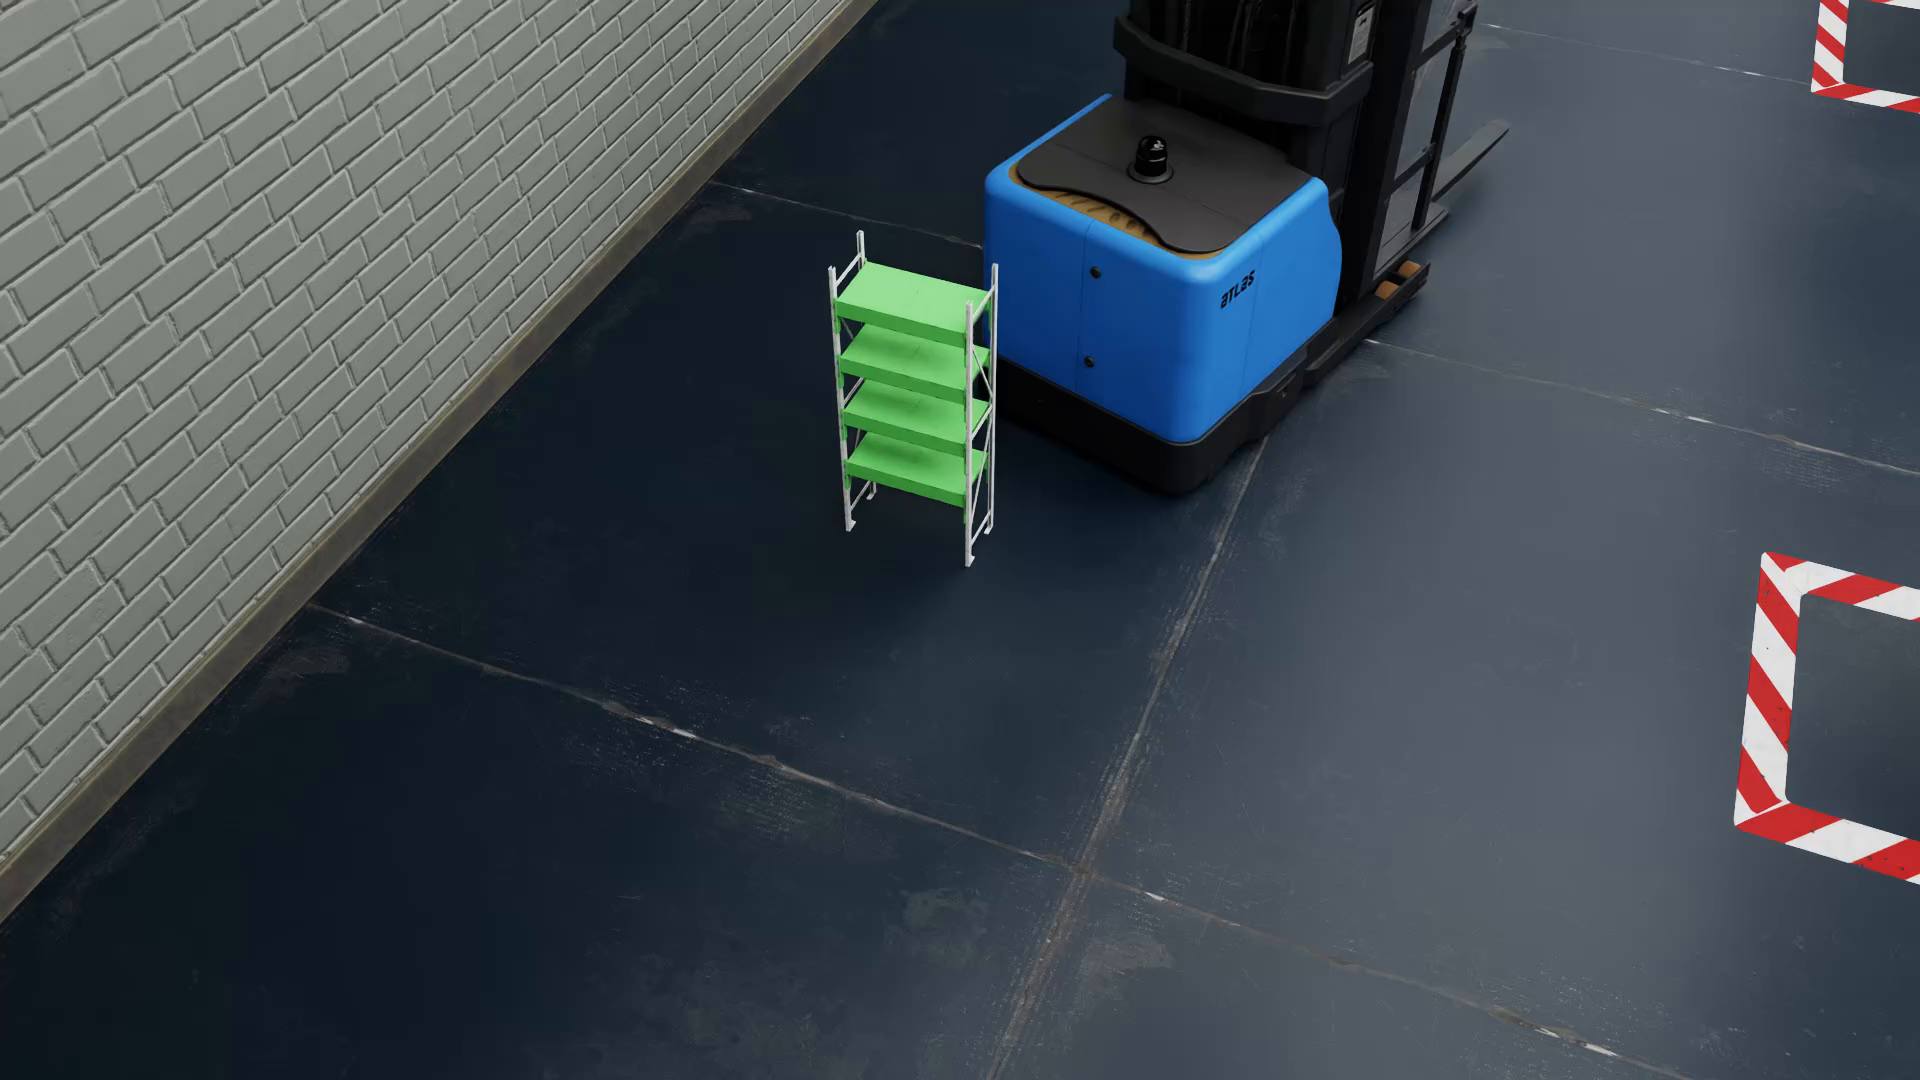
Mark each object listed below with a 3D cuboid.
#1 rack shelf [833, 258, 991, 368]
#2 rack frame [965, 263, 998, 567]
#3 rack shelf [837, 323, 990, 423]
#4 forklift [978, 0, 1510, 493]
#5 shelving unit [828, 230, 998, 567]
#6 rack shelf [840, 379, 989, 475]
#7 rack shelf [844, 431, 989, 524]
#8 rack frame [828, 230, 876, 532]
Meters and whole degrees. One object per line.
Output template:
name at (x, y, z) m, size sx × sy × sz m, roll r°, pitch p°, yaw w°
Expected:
rack shelf at (-0.153, -0.765, 5.579) m, size 0.480 × 0.148 × 0.258 m, roll 16°, pitch 47°, yaw 16°
rack frame at (0.072, -0.404, 5.805) m, size 0.015 × 1.200 × 0.240 m, roll 16°, pitch 47°, yaw 16°
rack shelf at (-0.153, -0.595, 5.748) m, size 0.480 × 0.148 × 0.258 m, roll 16°, pitch 47°, yaw 16°
forklift at (1.400, -2.195, 6.378) m, size 1.130 × 2.935 × 3.031 m, roll 30°, pitch 52°, yaw 27°
shelving unit at (-0.153, -0.470, 5.872) m, size 0.503 × 1.200 × 0.258 m, roll 16°, pitch 47°, yaw 16°
rack shelf at (-0.153, -0.425, 5.917) m, size 0.480 × 0.148 × 0.258 m, roll 16°, pitch 47°, yaw 16°
rack shelf at (-0.153, -0.255, 6.086) m, size 0.480 × 0.148 × 0.258 m, roll 16°, pitch 47°, yaw 16°
rack frame at (-0.378, -0.537, 5.939) m, size 0.015 × 1.200 × 0.240 m, roll 16°, pitch 47°, yaw 16°
